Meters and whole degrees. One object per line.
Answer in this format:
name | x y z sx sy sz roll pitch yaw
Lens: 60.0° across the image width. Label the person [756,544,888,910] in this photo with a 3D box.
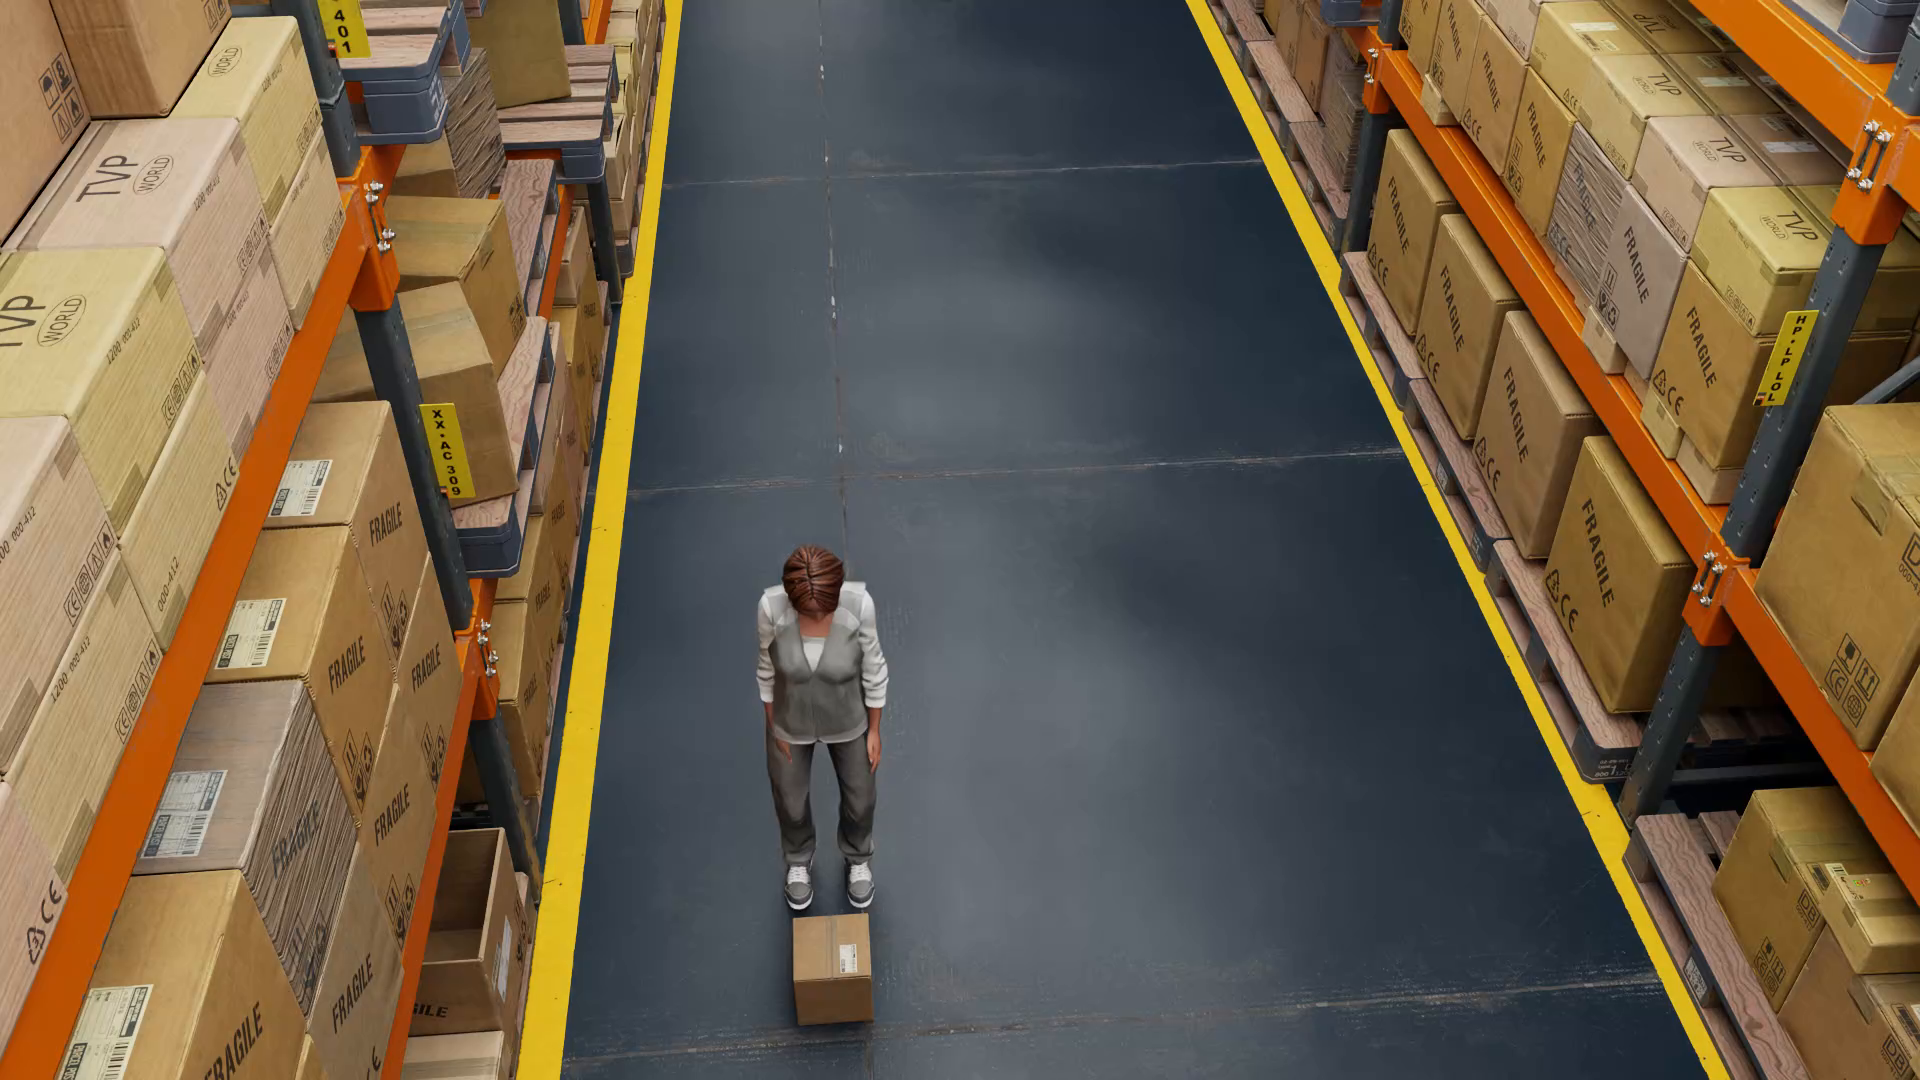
person | -0.438 0.614 5.459 0.417 1.564 0.341 -2 40 -3
